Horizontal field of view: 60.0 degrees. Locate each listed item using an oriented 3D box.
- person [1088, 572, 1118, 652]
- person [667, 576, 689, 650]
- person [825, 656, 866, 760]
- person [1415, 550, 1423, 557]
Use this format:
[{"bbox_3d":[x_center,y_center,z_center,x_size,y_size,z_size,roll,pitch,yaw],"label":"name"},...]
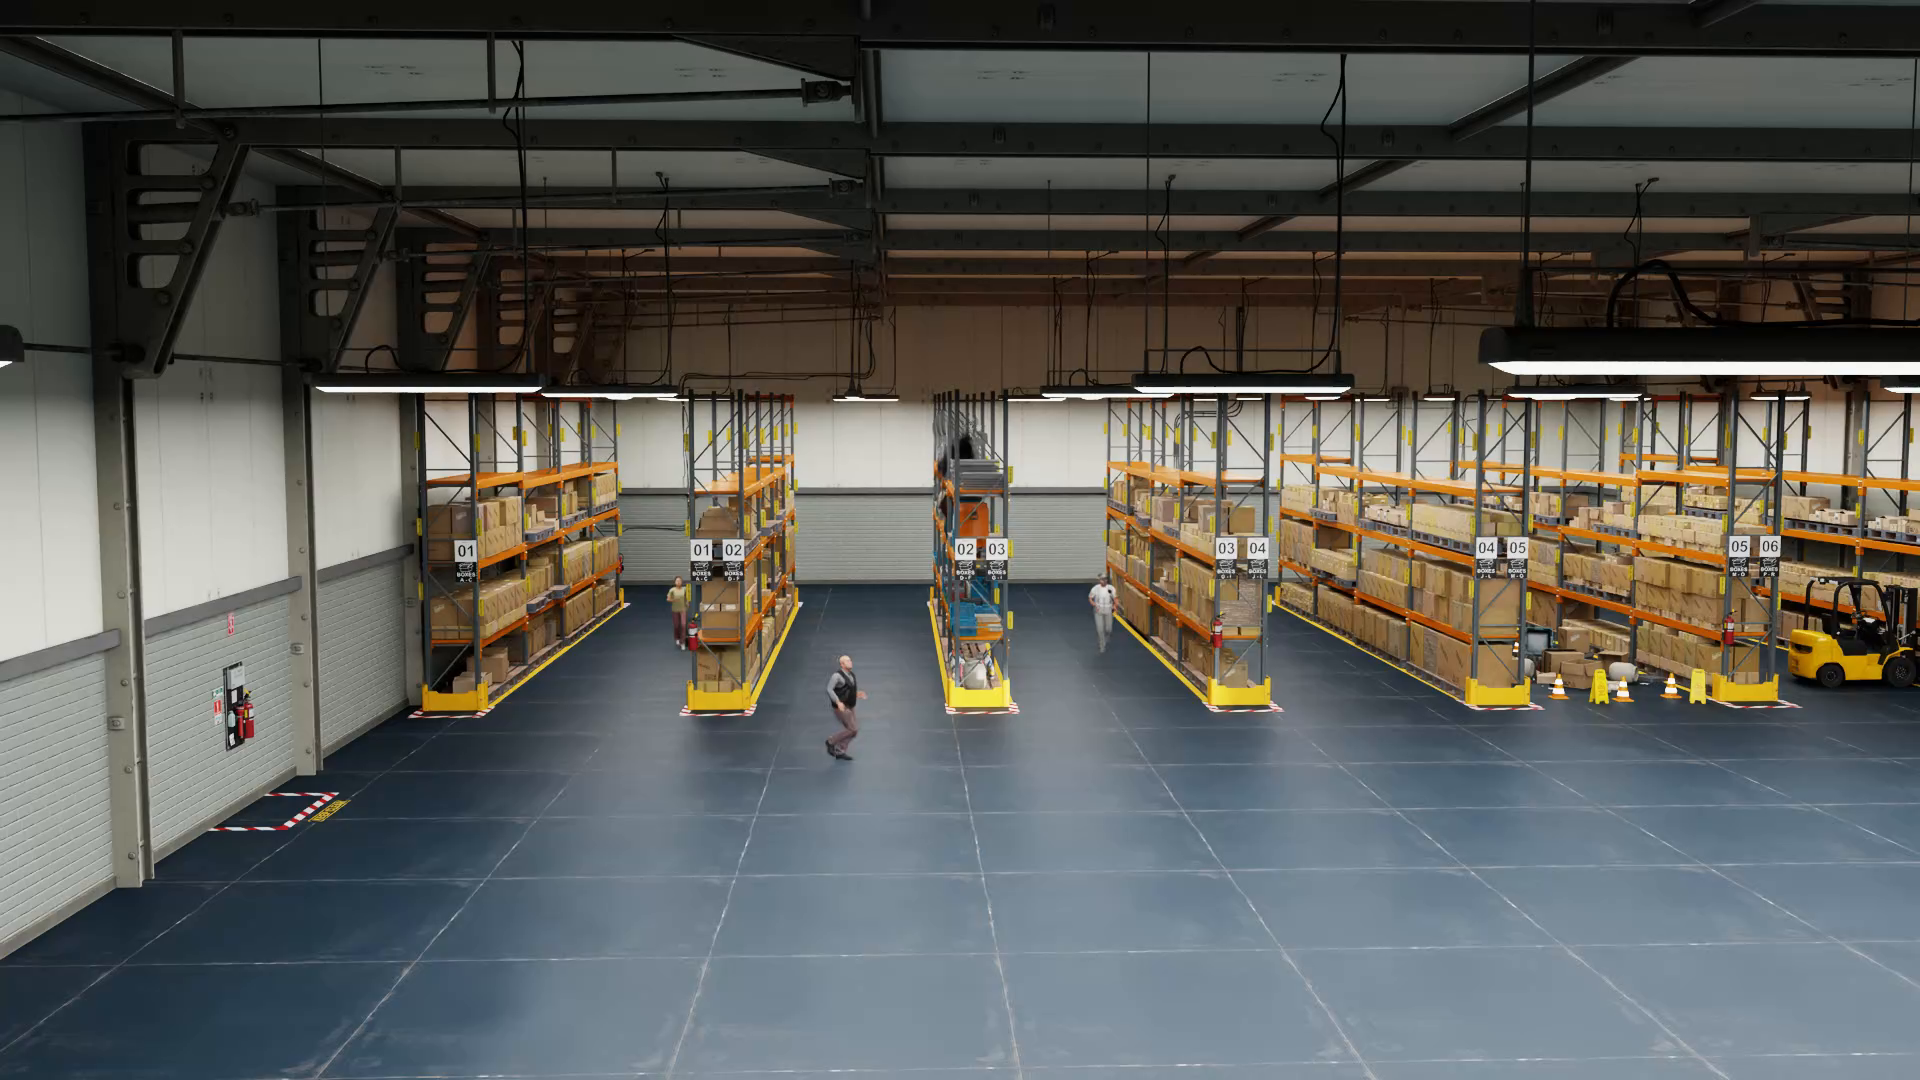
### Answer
[{"bbox_3d":[3.163,1.580,36.679,0.665,1.757,0.603,0,5,1],"label":"person"},{"bbox_3d":[-6.585,1.688,38.973,0.570,1.688,0.904,-1,5,-13],"label":"person"},{"bbox_3d":[-1.826,2.701,26.795,0.607,1.693,0.651,2,5,22],"label":"person"},{"bbox_3d":[13.507,0.847,49.310,0.922,1.665,0.575,1,5,7],"label":"person"}]
